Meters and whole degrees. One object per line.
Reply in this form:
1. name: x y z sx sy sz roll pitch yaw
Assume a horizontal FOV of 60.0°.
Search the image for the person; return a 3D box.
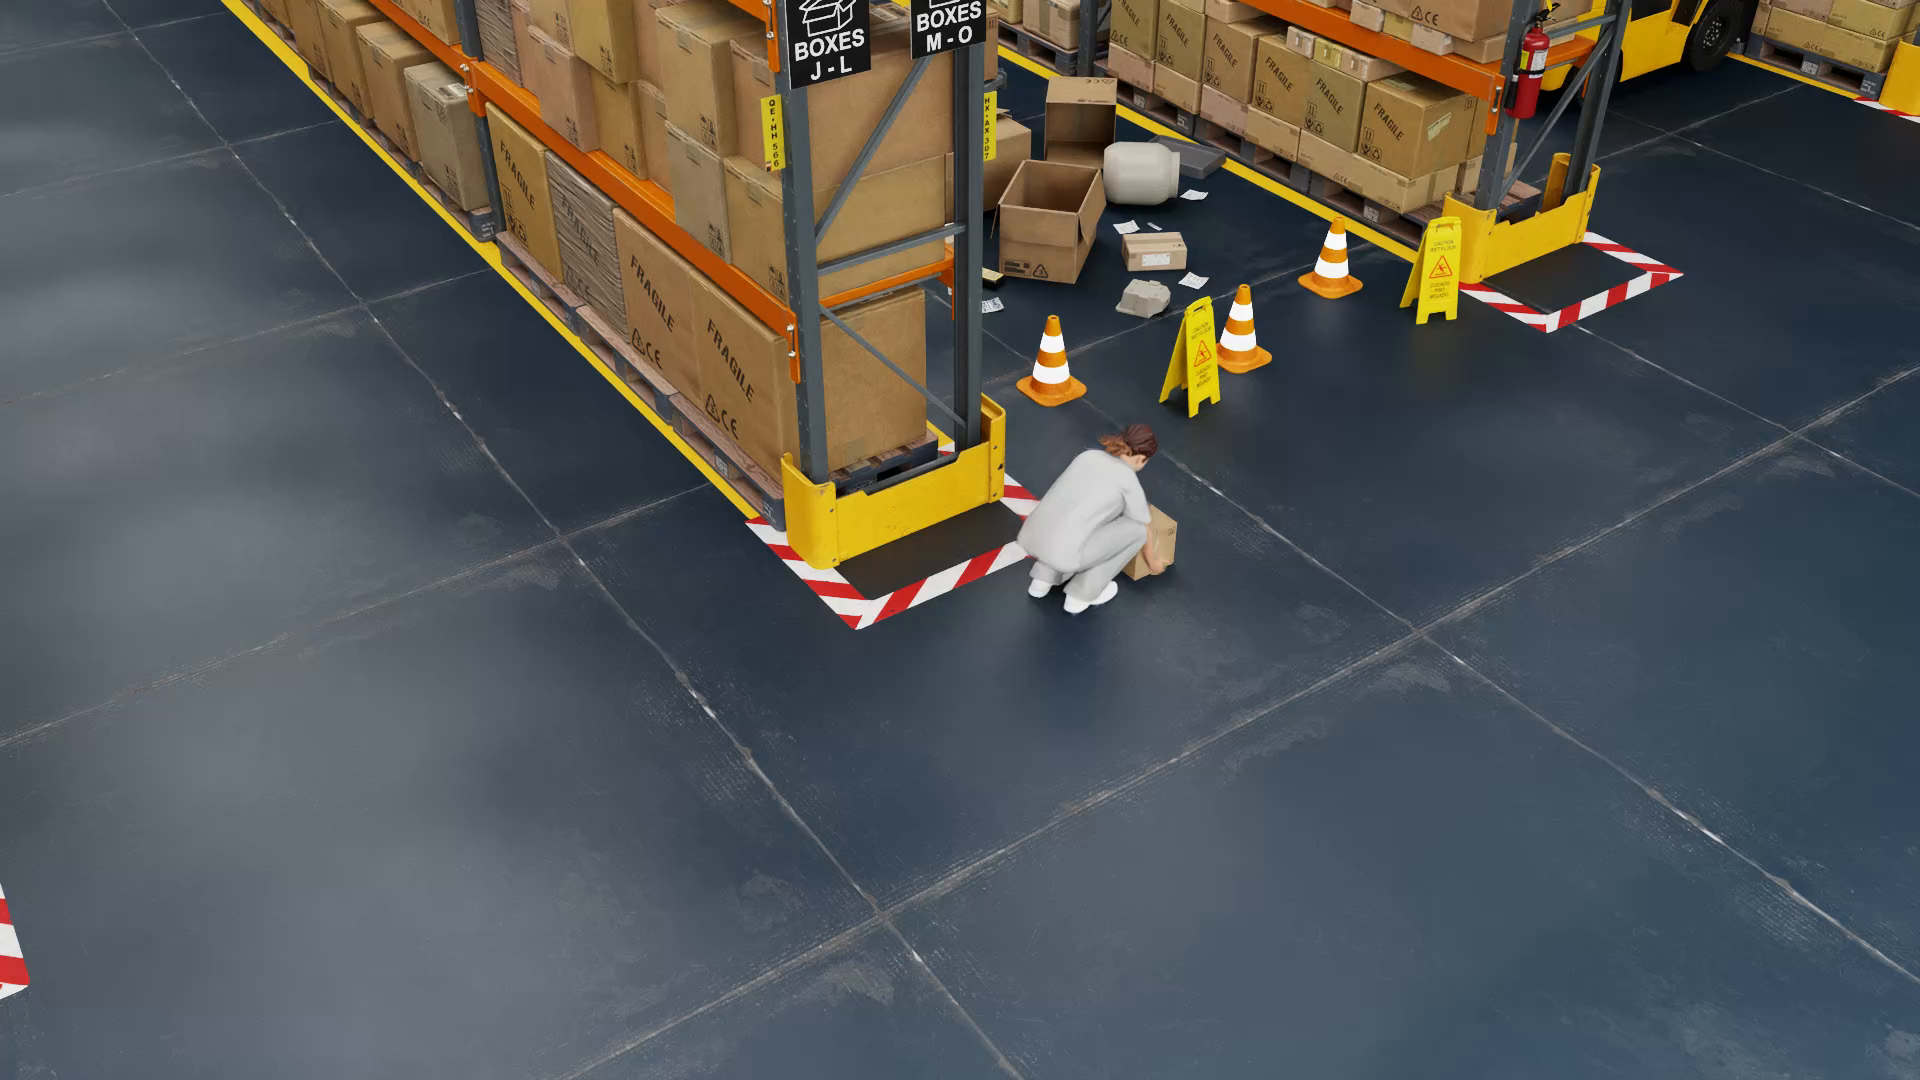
1. person: 0.634 -0.079 7.926 0.820 0.803 0.471 -26 44 -31
